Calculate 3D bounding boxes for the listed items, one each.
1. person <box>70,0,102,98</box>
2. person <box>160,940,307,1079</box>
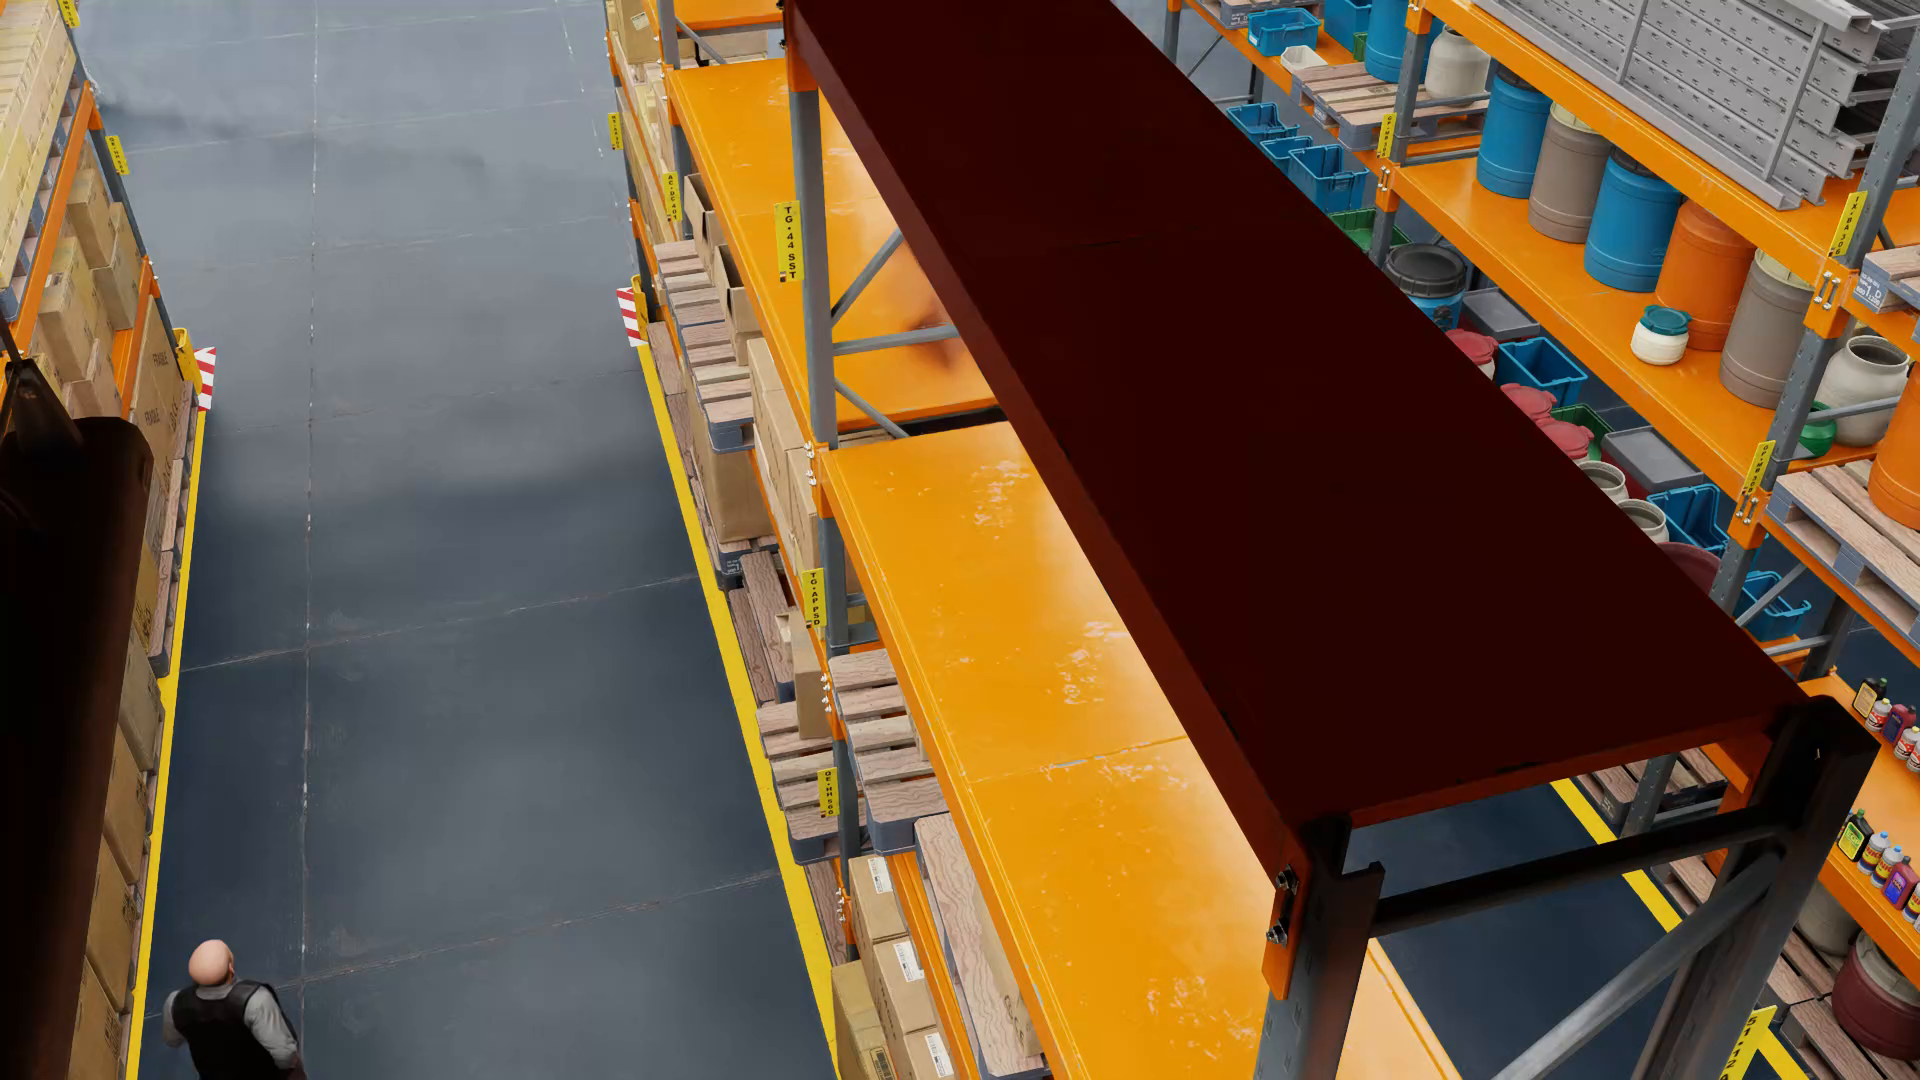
[{"bbox_3d":[-10.186,-5.794,18.690,0.827,1.793,0.687,13,40,15],"label":"person"},{"bbox_3d":[-3.332,2.533,7.844,0.626,1.853,0.743,-9,39,-11],"label":"person"}]
